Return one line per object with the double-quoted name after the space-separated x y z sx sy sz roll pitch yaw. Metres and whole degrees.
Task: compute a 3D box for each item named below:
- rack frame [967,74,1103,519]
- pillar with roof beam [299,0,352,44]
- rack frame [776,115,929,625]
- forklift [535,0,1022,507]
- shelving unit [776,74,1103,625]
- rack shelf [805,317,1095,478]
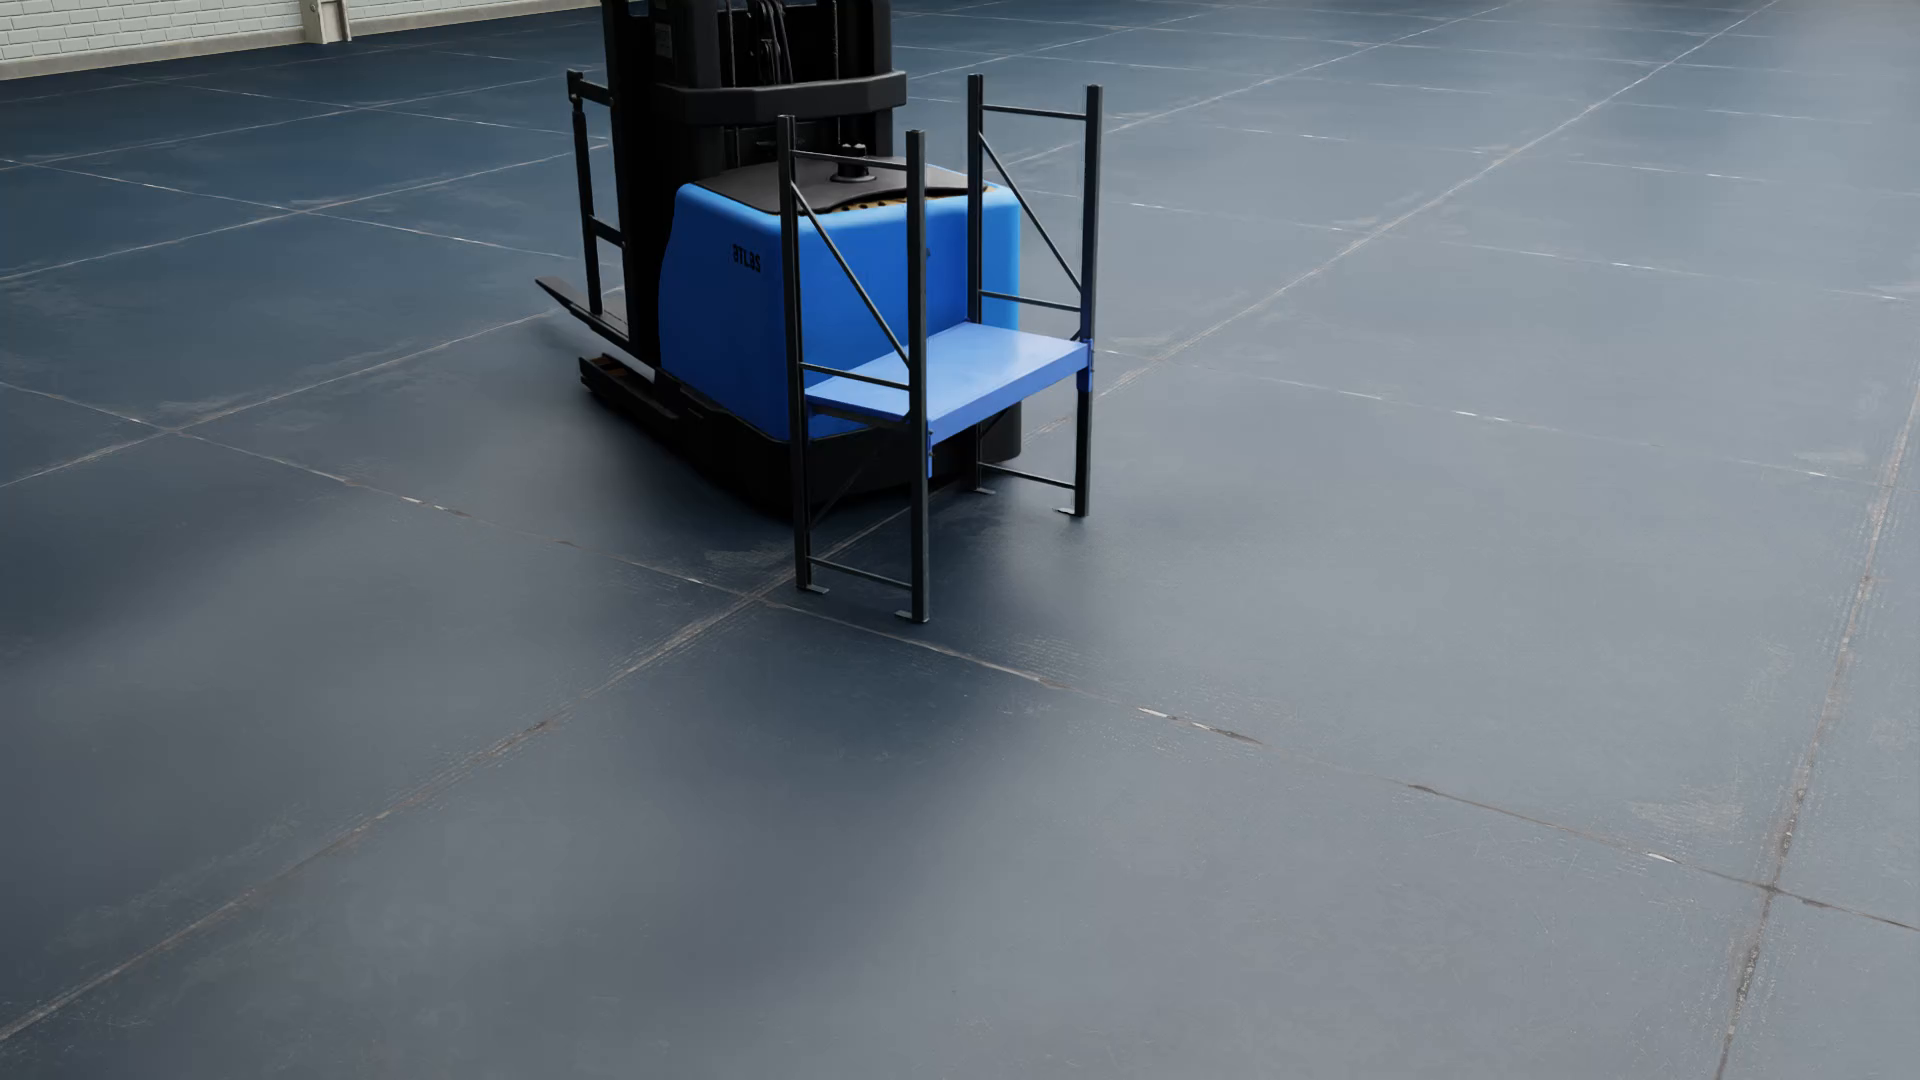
0.244 -0.824 5.765 0.500 1.500 0.032 15 27 30 "rack frame"
-3.453 -8.843 14.850 9.100 9.000 0.400 14 27 29 "pillar with roof beam"
-0.314 -0.486 4.985 0.500 1.500 0.032 15 27 30 "rack frame"
-0.987 -1.997 6.673 1.130 2.935 3.031 -14 27 -30 "forklift"
-0.035 -0.655 5.375 0.538 1.500 1.048 15 27 30 "shelving unit"
-0.035 -0.490 5.446 0.538 0.185 1.000 15 27 30 "rack shelf"
